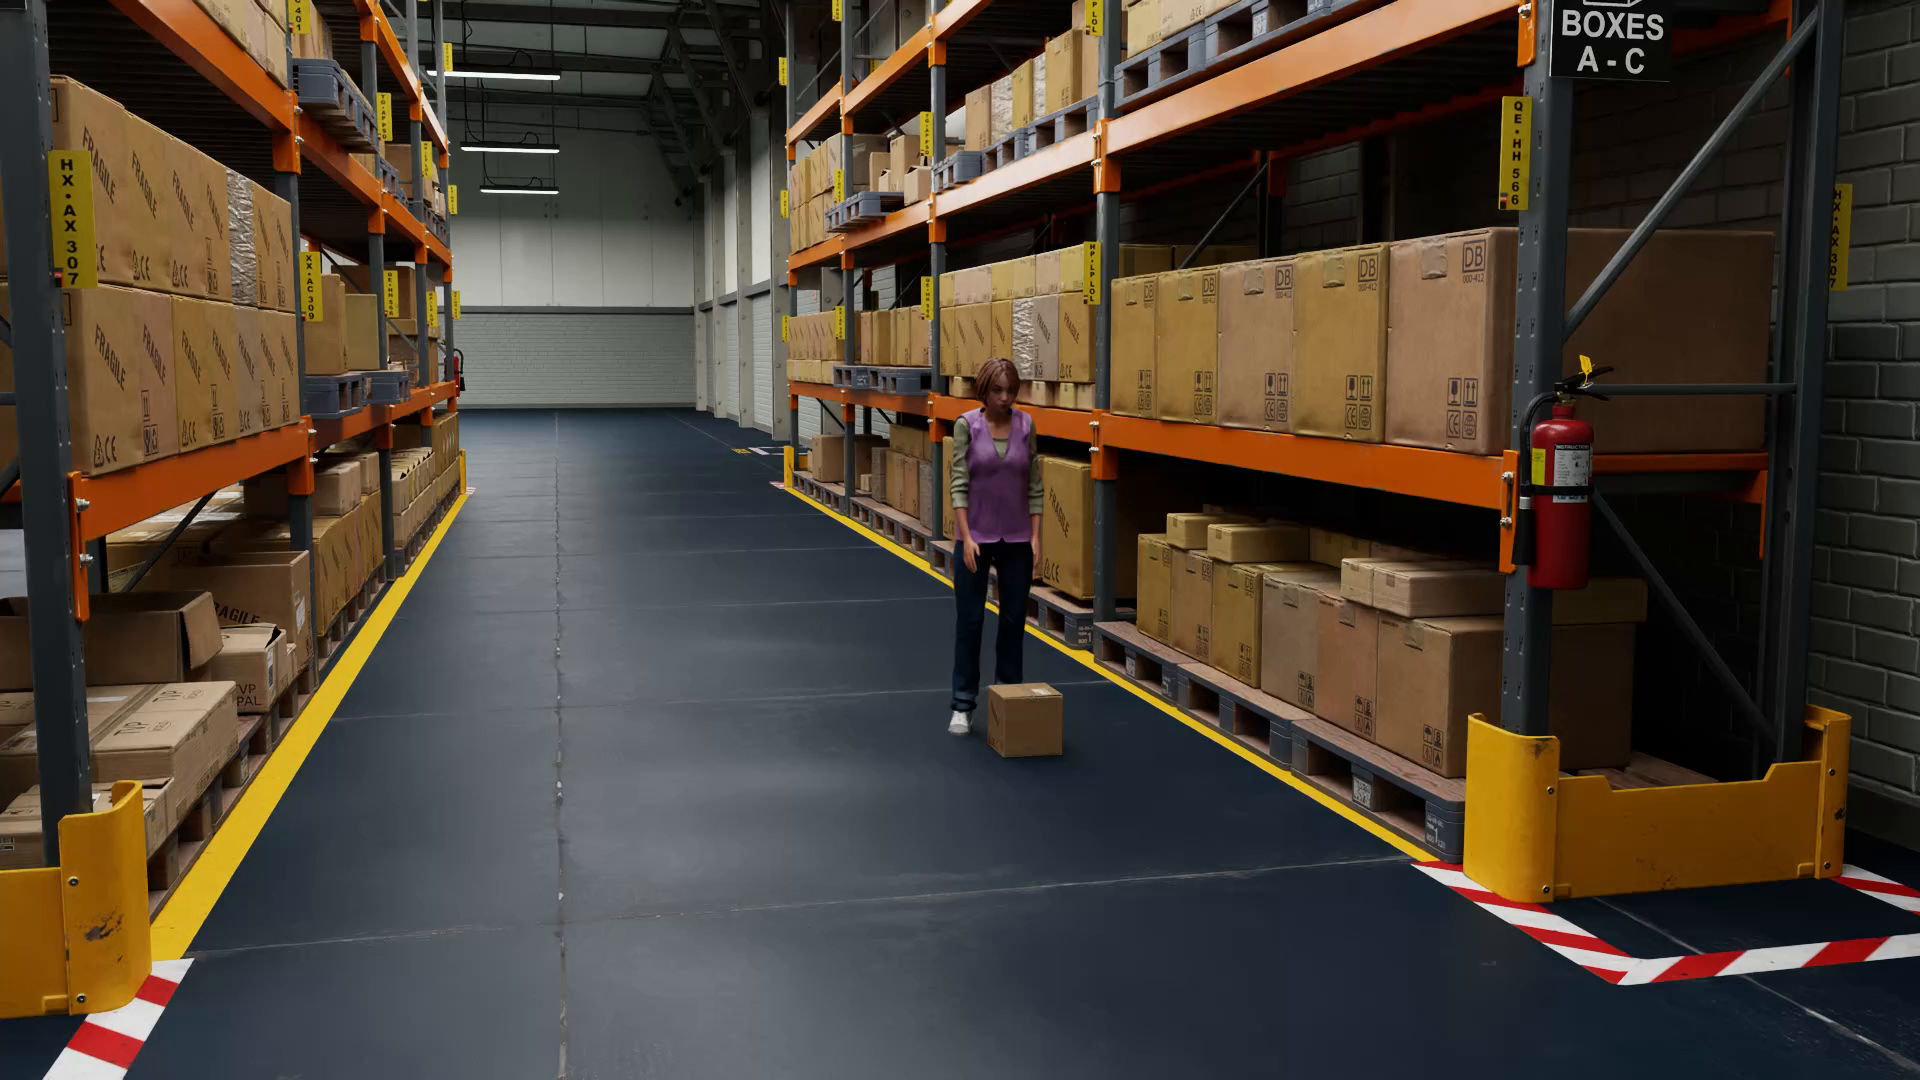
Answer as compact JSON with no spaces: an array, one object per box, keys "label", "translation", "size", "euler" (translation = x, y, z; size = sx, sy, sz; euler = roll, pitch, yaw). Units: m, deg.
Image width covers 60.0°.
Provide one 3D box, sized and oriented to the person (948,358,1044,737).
[{"label":"person","translation":[0.145,0.032,7.165],"size":[0.441,1.625,0.339],"euler":[-2,7,-14]}]
